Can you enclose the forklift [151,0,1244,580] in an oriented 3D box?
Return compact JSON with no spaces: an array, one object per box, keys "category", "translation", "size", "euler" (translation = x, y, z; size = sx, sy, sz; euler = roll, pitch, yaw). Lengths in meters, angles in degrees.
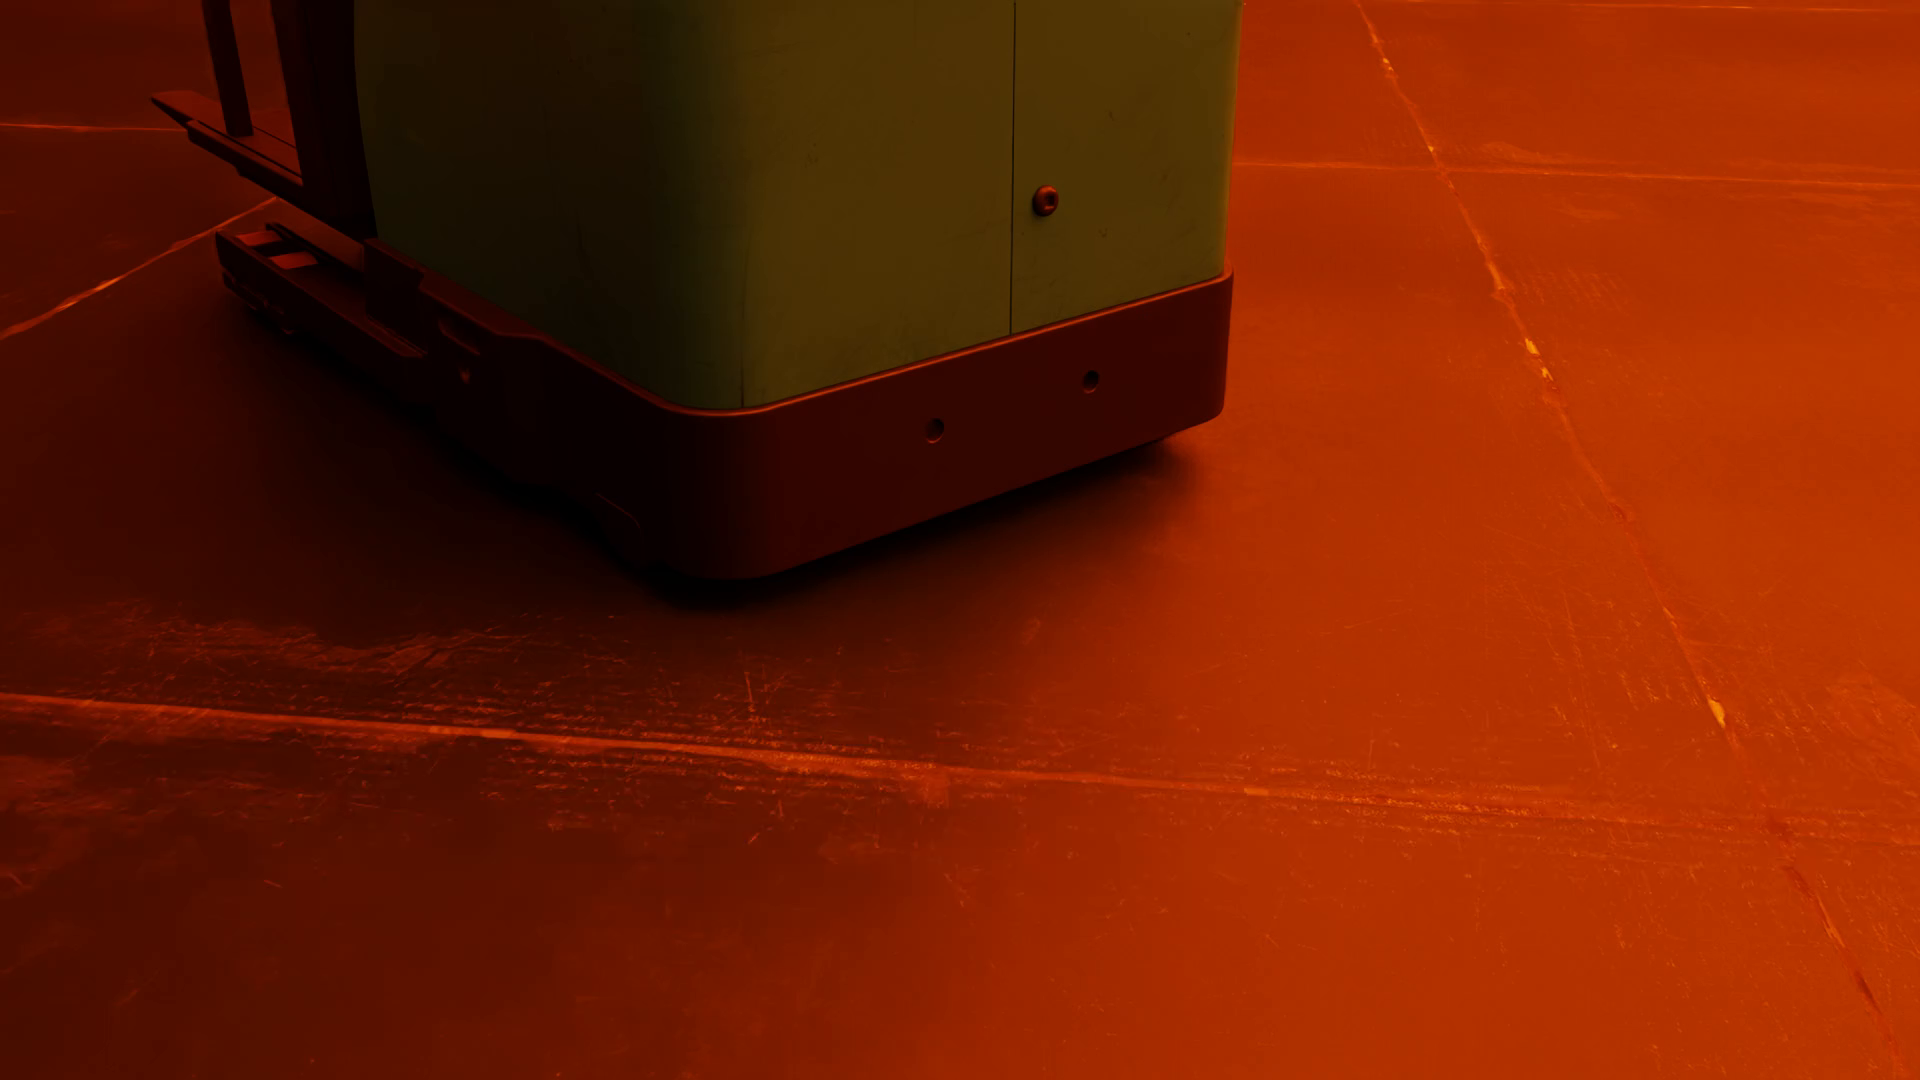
[{"category":"forklift","translation":[-0.880,-1.844,2.913],"size":[1.130,2.935,3.031],"euler":[-20,33,-35]}]
